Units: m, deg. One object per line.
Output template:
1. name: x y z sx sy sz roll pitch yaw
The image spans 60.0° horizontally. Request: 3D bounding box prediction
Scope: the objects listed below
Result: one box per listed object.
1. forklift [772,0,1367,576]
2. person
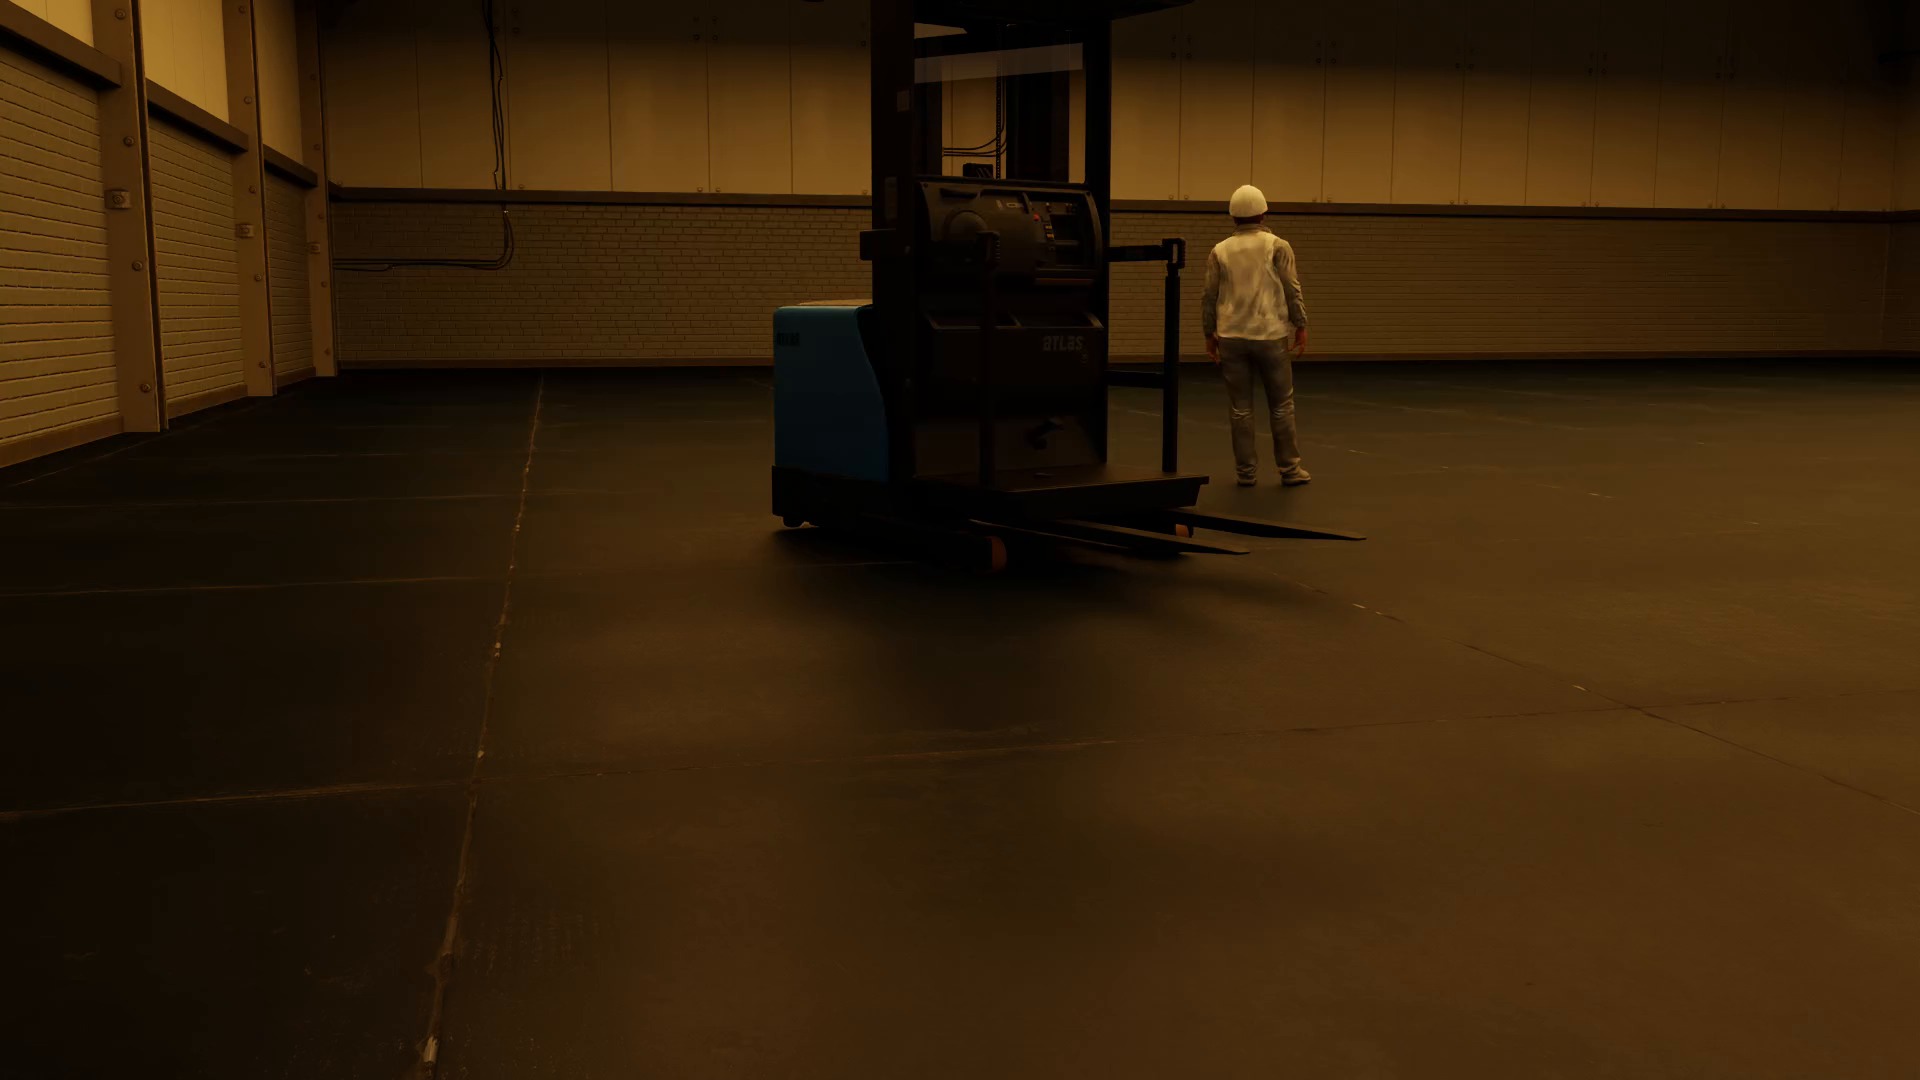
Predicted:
1. forklift: 0.355 -1.383 7.015 1.130 2.935 3.031 -6 10 -35
2. person: 1.784 -1.226 10.009 0.634 1.775 0.567 3 9 21
